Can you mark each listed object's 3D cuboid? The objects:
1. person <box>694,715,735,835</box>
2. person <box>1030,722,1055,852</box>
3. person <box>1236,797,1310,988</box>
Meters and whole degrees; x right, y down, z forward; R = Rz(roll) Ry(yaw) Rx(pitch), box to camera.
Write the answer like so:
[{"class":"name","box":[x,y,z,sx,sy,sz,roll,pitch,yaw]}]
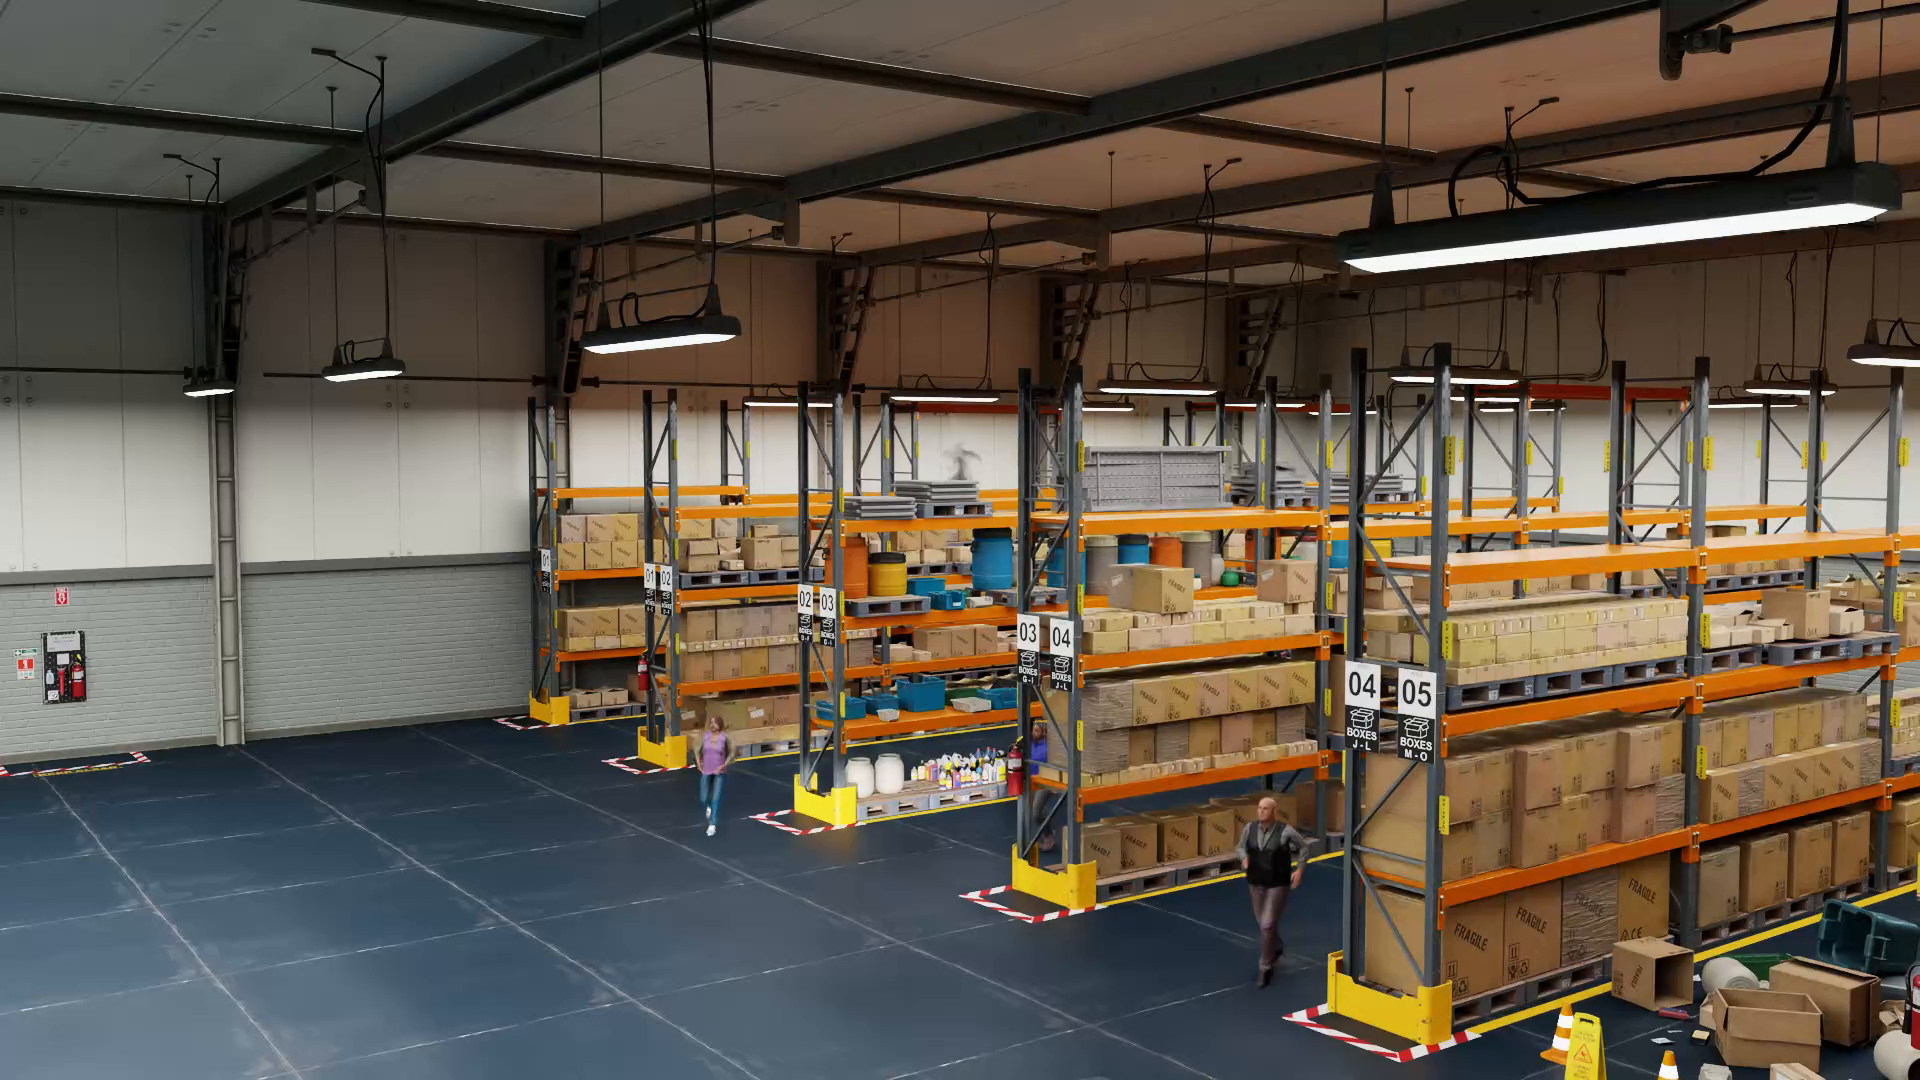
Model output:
[{"class":"person","box":[-3.263,3.097,22.082,0.545,1.567,0.556,0,3,2]},{"class":"person","box":[0.988,3.109,20.944,0.548,1.634,0.636,3,5,42]},{"class":"person","box":[2.989,3.365,16.038,0.668,1.791,0.773,3,4,38]}]
